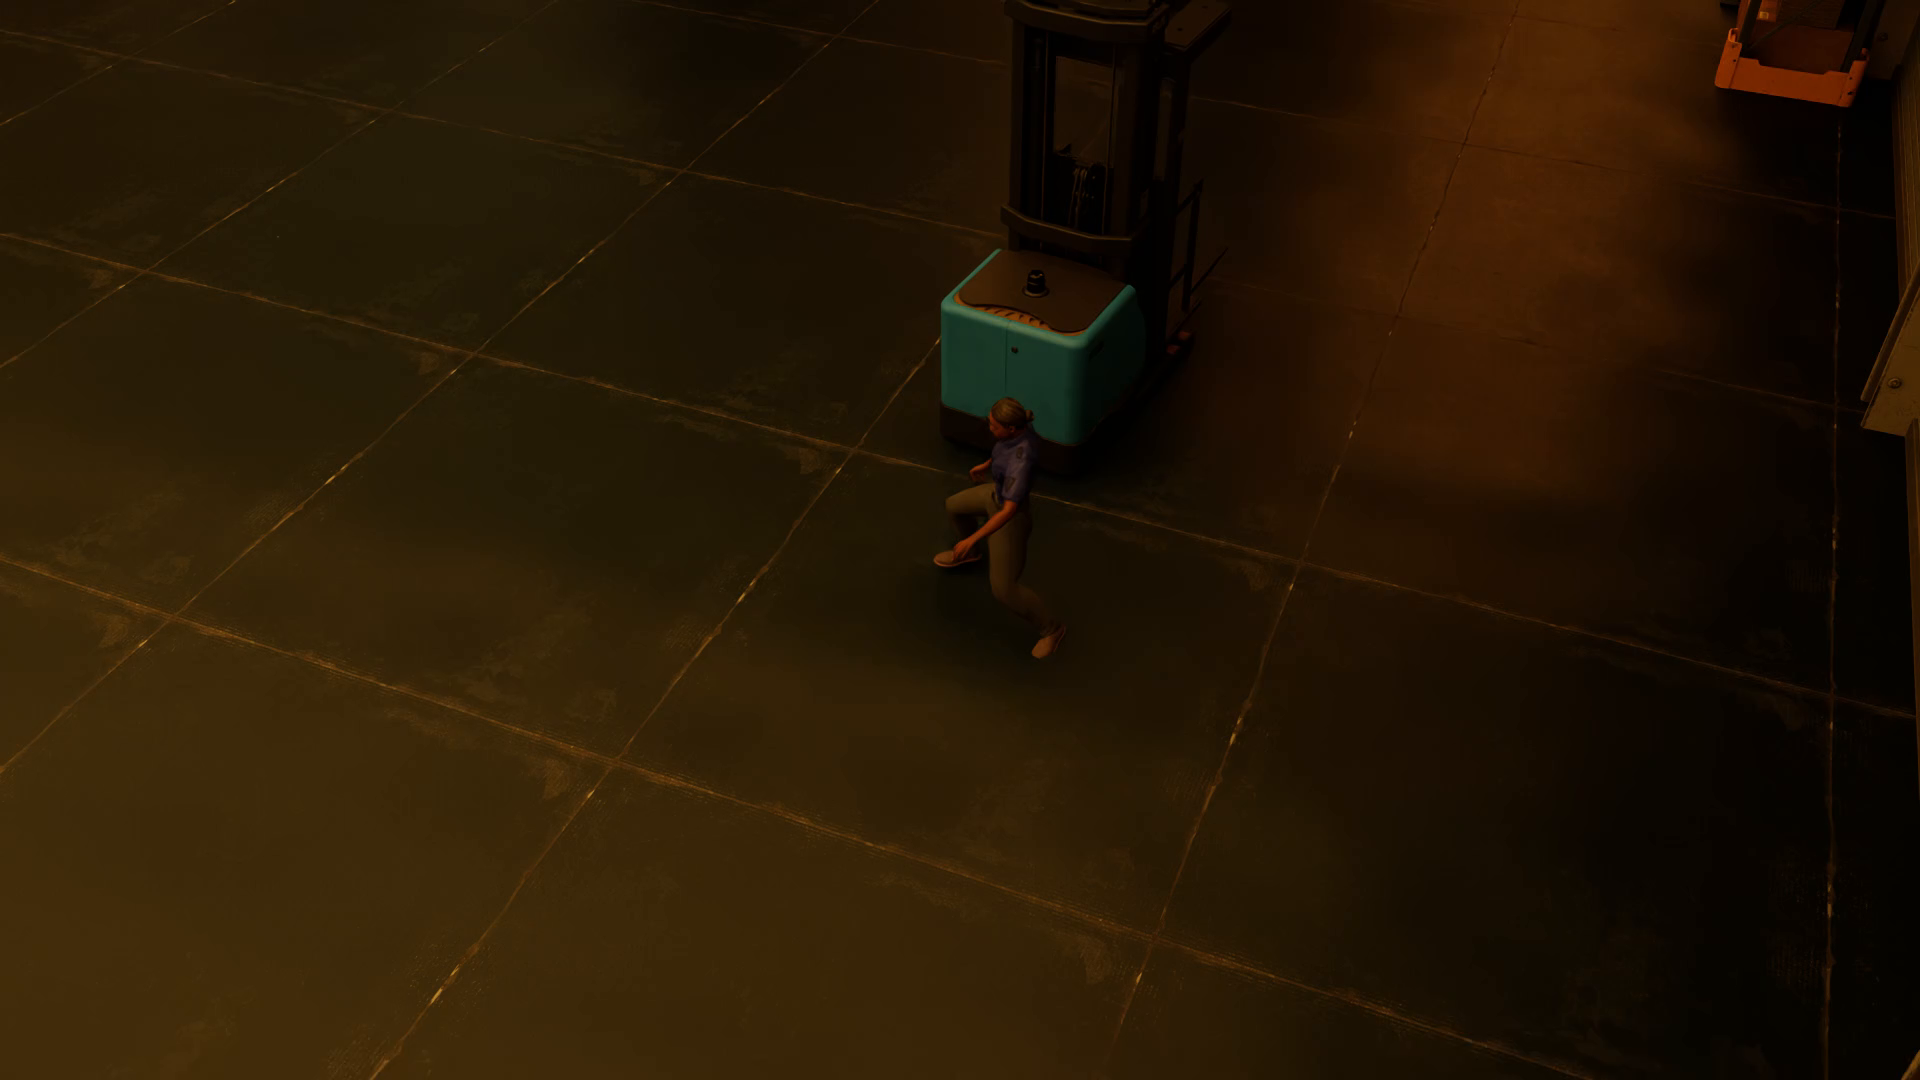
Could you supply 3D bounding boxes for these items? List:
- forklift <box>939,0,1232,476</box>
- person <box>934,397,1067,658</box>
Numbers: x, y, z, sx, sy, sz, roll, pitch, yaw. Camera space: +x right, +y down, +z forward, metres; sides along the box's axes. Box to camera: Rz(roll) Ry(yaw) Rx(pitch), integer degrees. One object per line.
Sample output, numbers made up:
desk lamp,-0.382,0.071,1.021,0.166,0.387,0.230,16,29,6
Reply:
forklift,1.018,-2.468,10.955,1.130,2.935,3.031,20,44,22
person,0.226,-0.154,9.340,0.777,1.529,0.906,1,40,1
